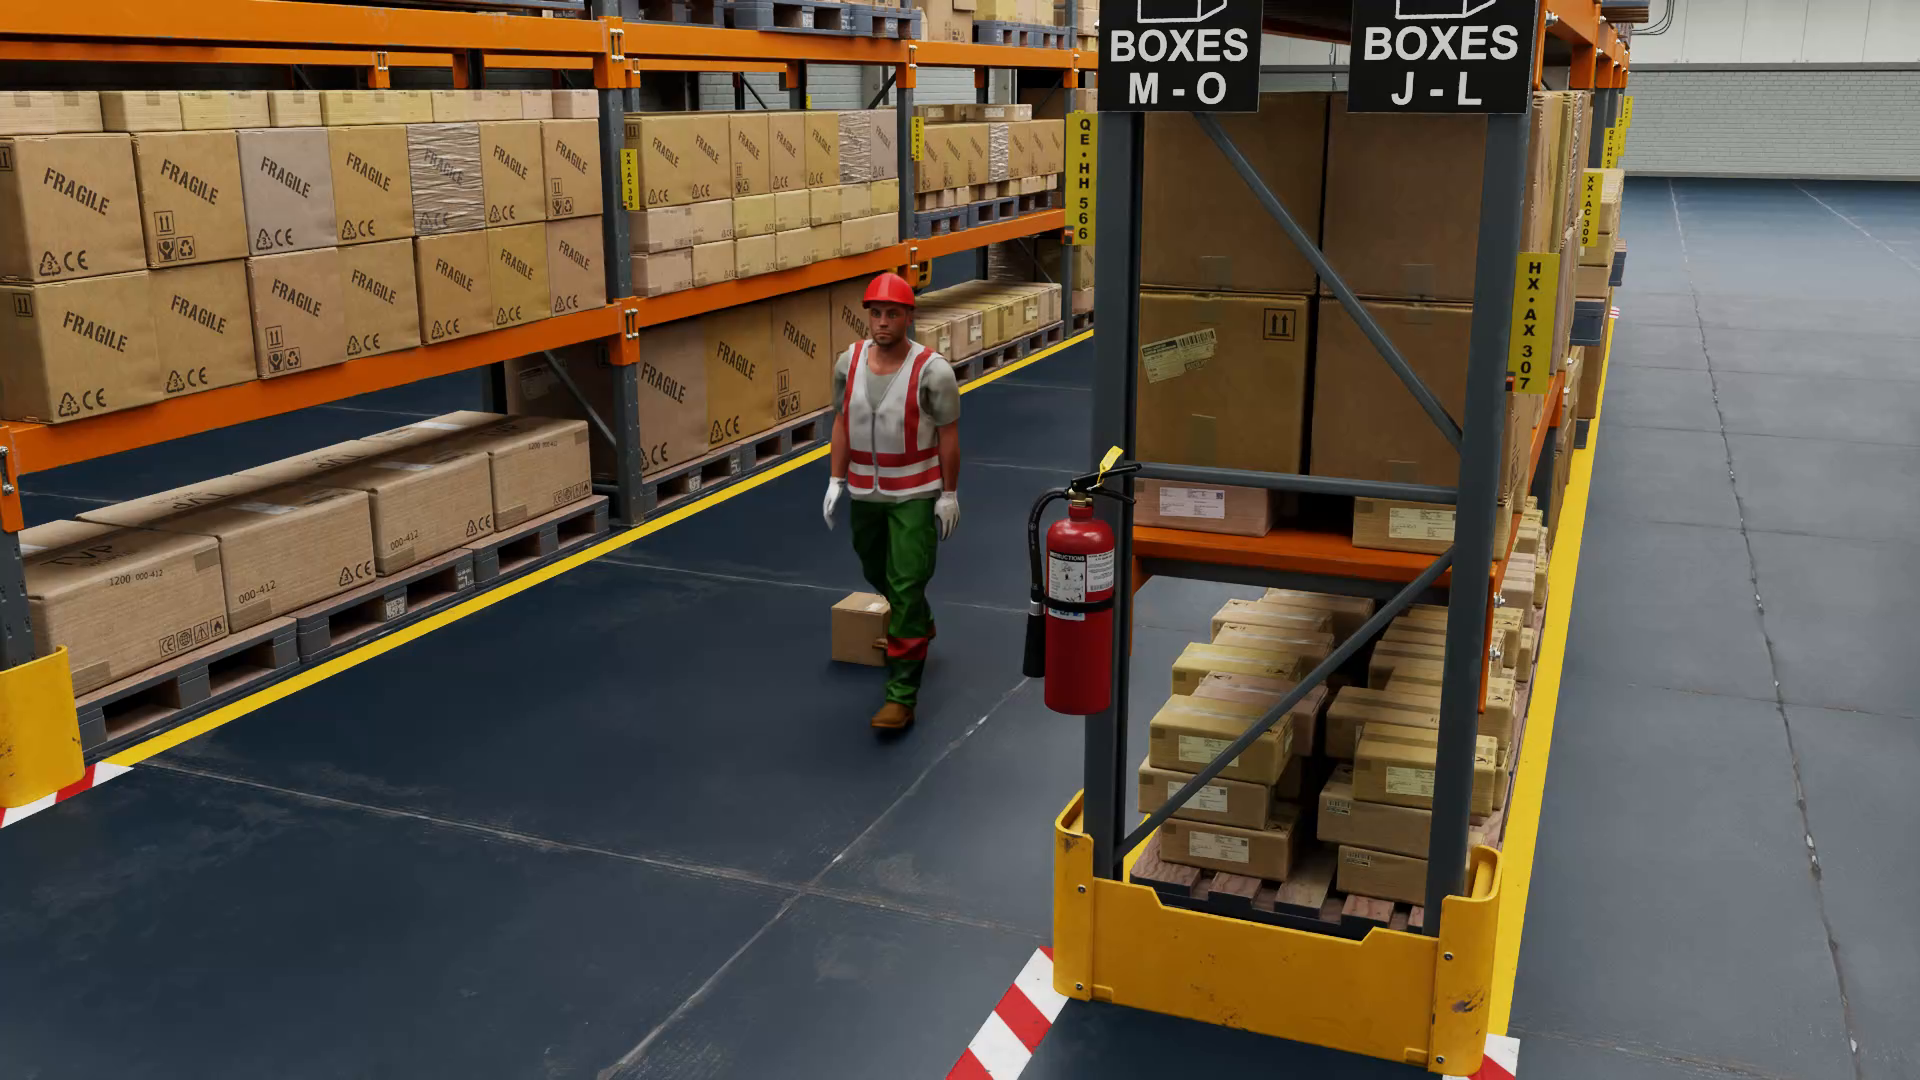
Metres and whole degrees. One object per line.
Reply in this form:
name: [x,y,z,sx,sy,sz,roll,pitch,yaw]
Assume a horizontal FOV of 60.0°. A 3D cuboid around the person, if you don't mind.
person: [-0.261,-0.198,6.707,0.581,1.774,0.950,8,17,28]
